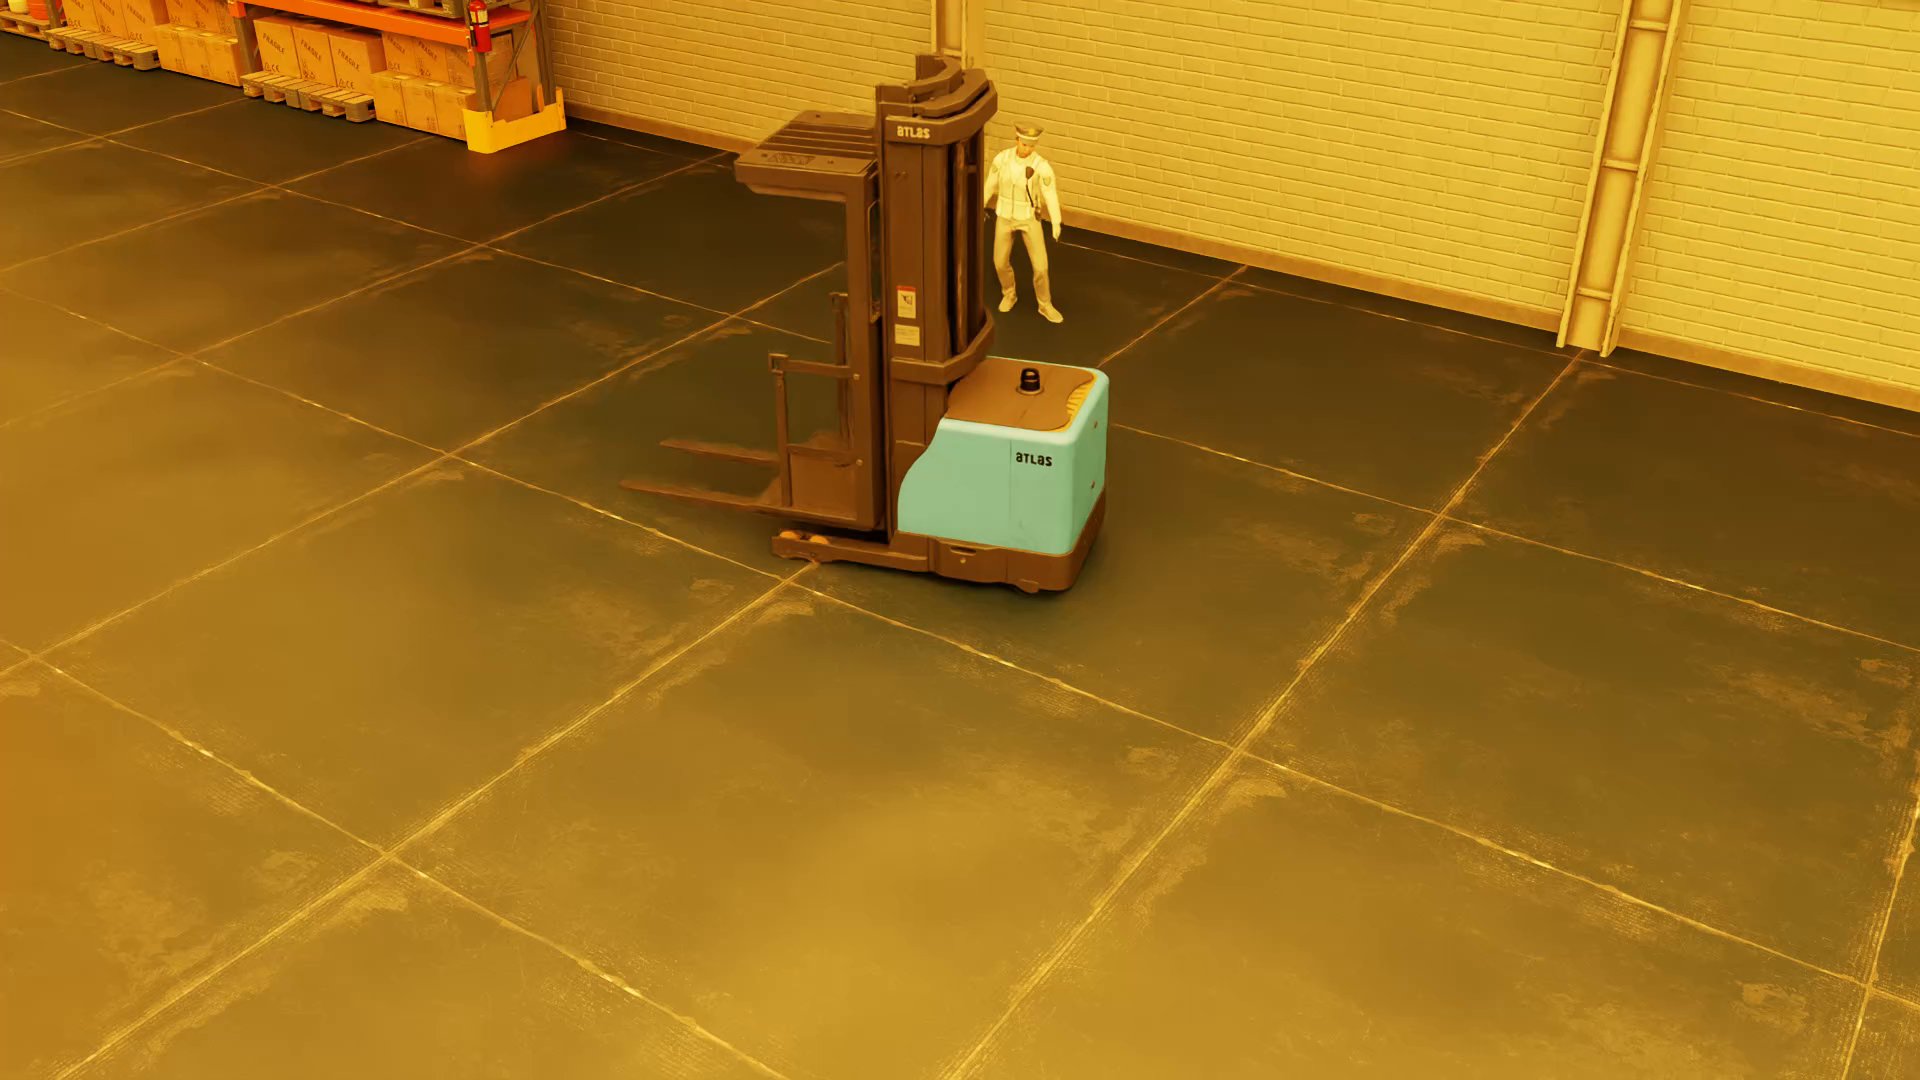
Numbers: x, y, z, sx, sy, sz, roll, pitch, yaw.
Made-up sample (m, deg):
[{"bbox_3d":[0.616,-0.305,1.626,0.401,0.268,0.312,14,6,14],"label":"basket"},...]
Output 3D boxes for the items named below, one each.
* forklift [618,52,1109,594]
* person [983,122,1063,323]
[{"bbox_3d":[-0.655,-1.366,9.934,3.031,2.935,1.130,9,31,15],"label":"forklift"},{"bbox_3d":[0.493,-2.570,13.356,0.810,1.643,0.423,13,33,21],"label":"person"}]
